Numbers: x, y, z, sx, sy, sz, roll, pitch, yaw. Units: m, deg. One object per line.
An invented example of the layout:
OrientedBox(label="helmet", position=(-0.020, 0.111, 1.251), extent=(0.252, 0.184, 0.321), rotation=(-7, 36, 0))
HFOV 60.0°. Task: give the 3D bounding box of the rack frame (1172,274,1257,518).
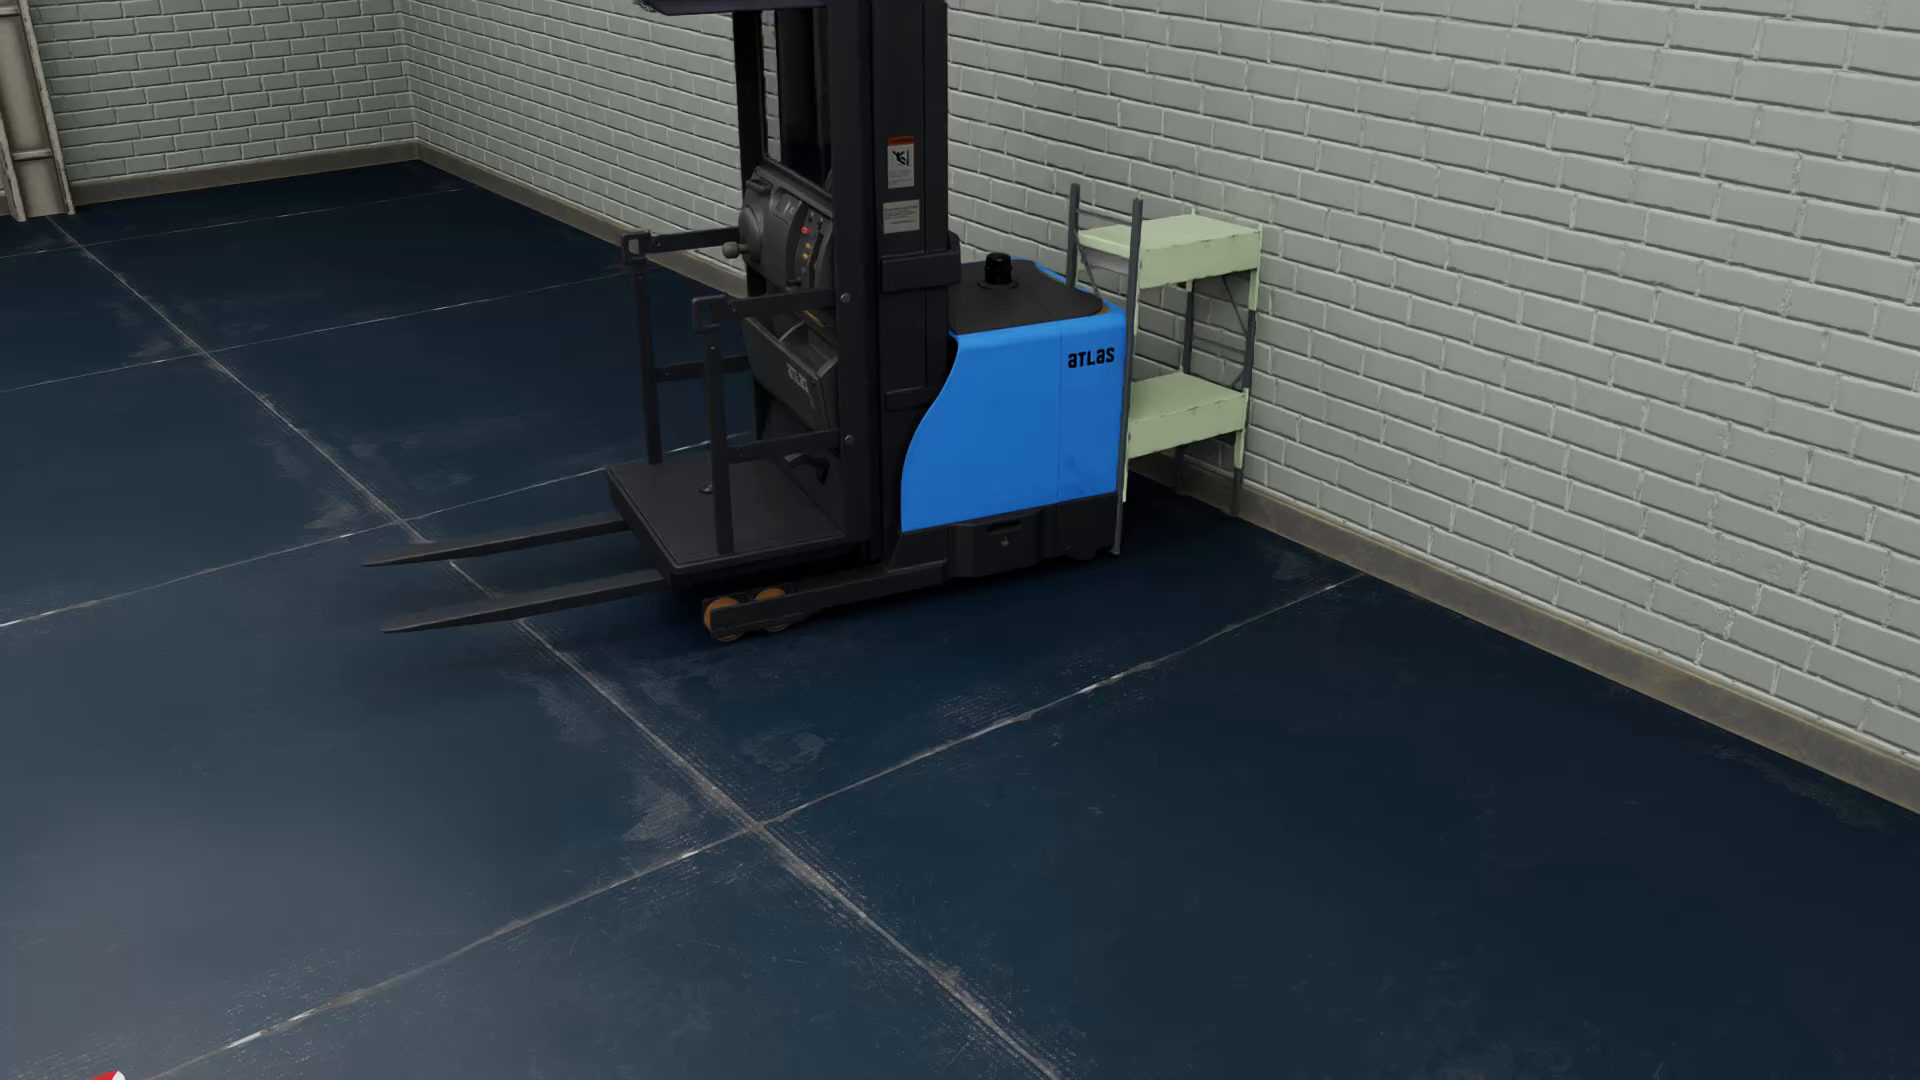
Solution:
OrientedBox(label="rack frame", position=(1.137, -0.855, 7.315), extent=(0.023, 1.500, 0.400), rotation=(-16, 28, -35))

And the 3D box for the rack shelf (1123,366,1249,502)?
OrientedBox(label="rack shelf", position=(0.842, -0.473, 7.229), extent=(0.720, 0.370, 0.431), rotation=(-16, 28, -35))

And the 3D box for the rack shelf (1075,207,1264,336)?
OrientedBox(label="rack shelf", position=(0.859, -1.133, 6.952), extent=(0.720, 0.370, 0.431), rotation=(-16, 28, -35))

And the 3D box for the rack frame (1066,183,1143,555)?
OrientedBox(label="rack frame", position=(0.563, -0.692, 6.891), extent=(0.023, 1.500, 0.400), rotation=(-16, 28, -35))

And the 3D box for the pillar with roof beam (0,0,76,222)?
OrientedBox(label="pillar with roof beam", position=(-4.270, -5.121, 7.594), extent=(0.400, 9.000, 9.100), rotation=(-18, 31, -34))

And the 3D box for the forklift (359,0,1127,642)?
OrientedBox(label="forklift", position=(-0.855, -1.192, 6.336), extent=(3.031, 2.935, 1.130), rotation=(-11, 27, -22))

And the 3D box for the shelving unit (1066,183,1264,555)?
OrientedBox(label="shelving unit", position=(0.850, -0.774, 7.103), extent=(0.755, 1.500, 0.431), rotation=(-16, 28, -35))
